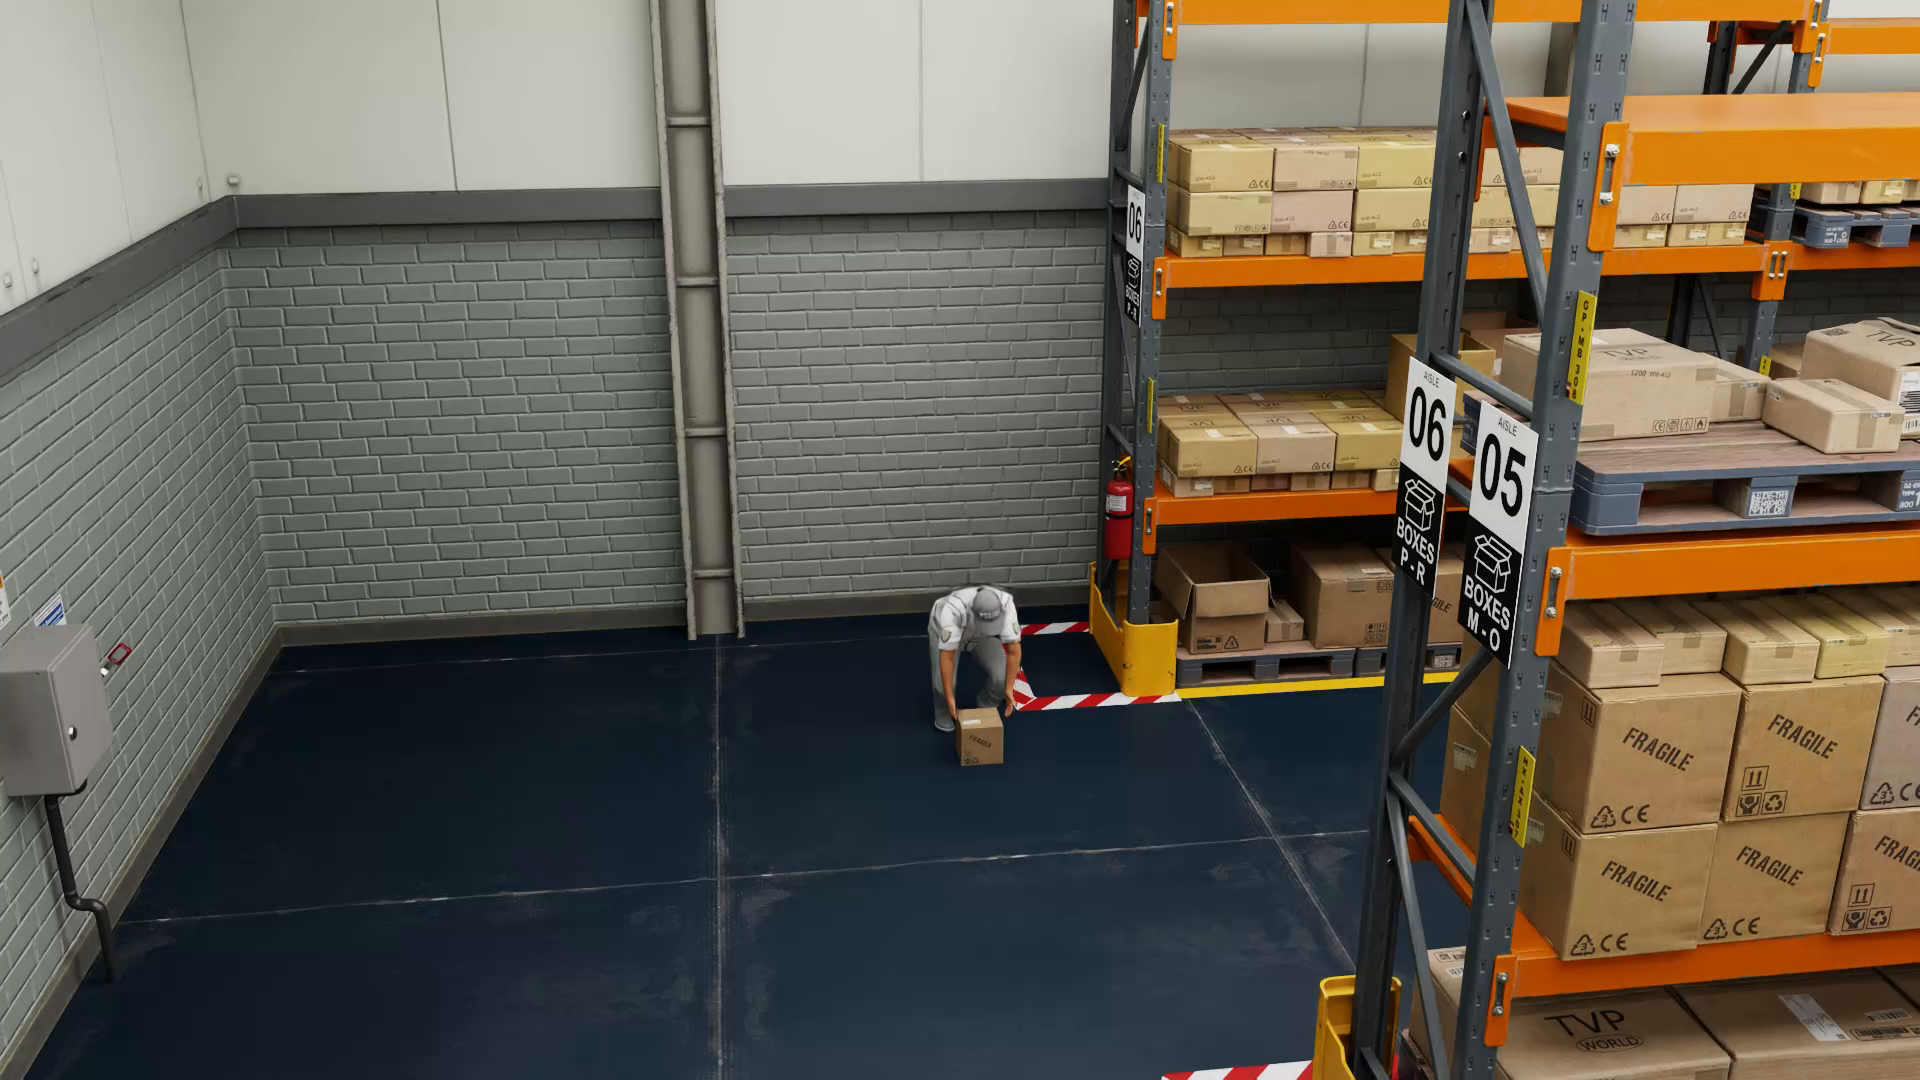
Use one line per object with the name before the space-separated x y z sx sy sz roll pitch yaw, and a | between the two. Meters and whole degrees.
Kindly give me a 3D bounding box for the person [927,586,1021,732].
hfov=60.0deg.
person | 0.081 0.678 10.139 0.532 1.041 0.841 -3 20 -8
